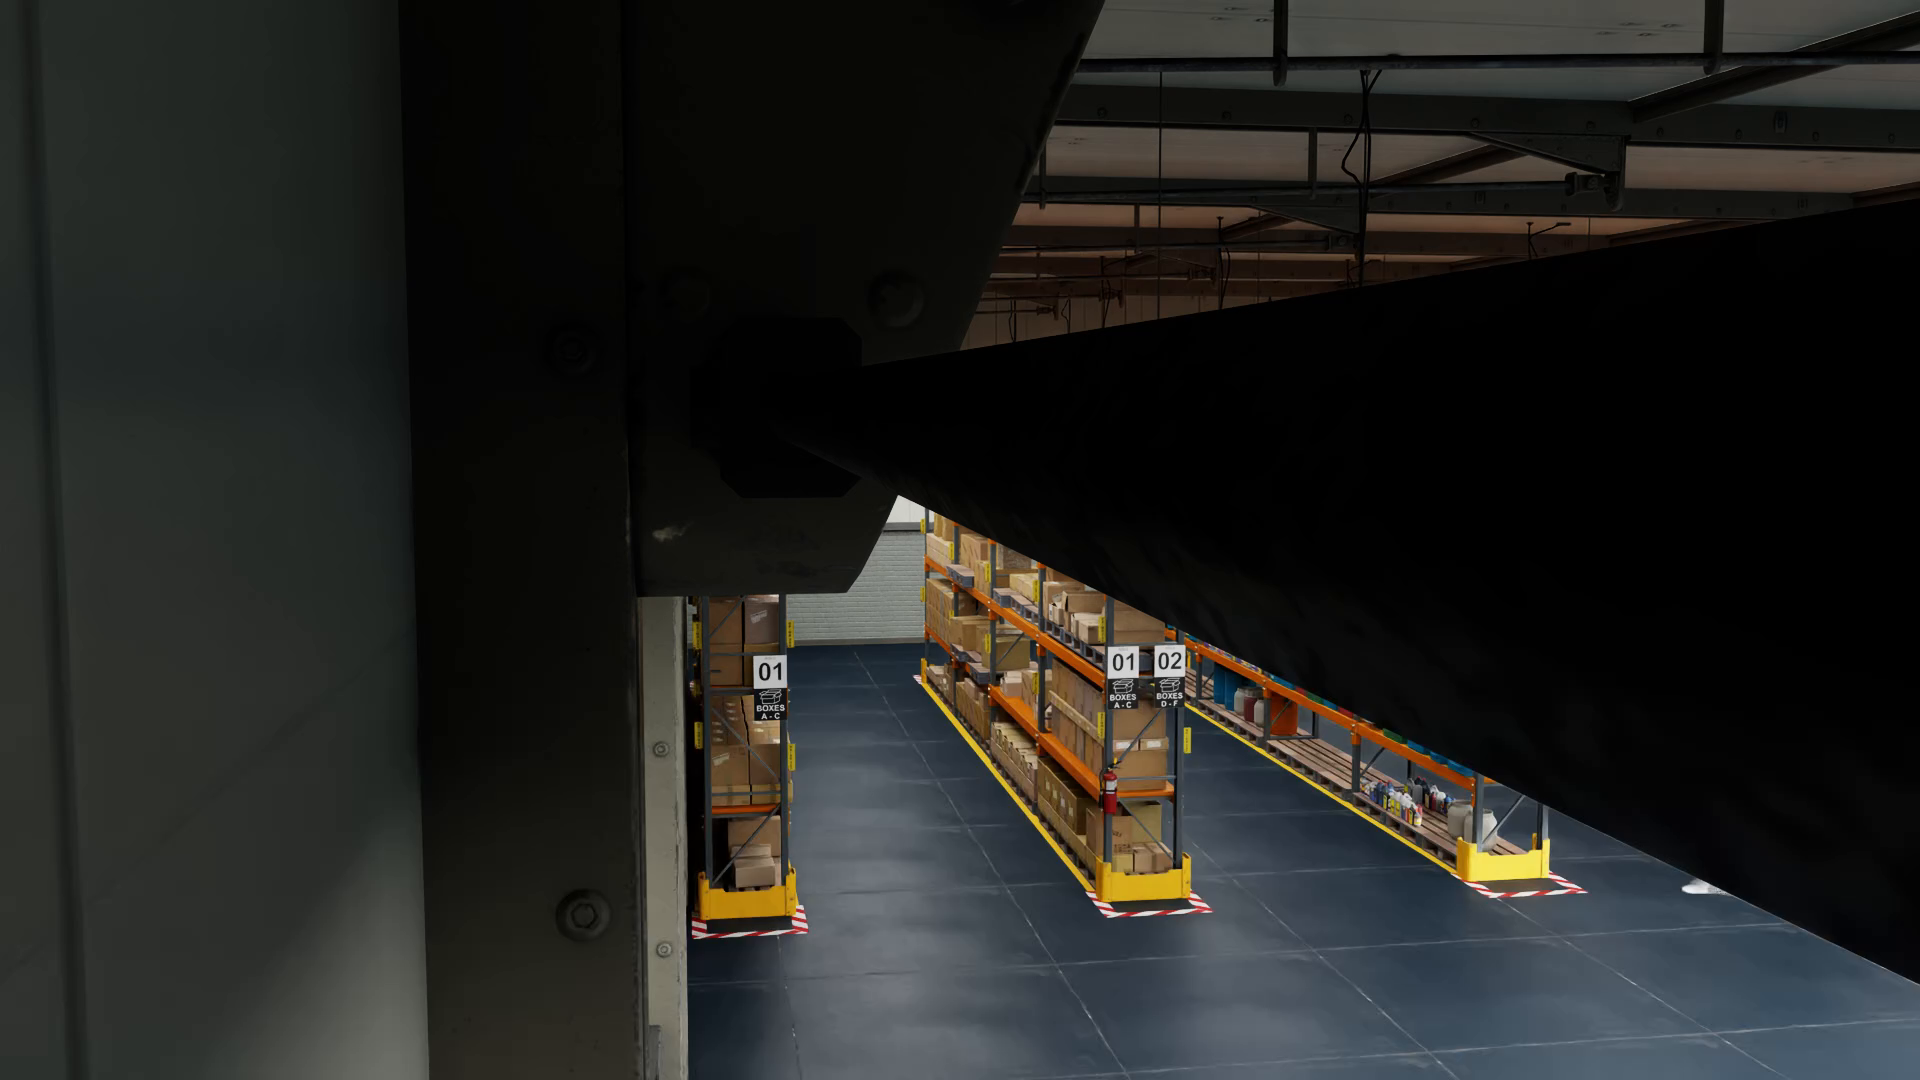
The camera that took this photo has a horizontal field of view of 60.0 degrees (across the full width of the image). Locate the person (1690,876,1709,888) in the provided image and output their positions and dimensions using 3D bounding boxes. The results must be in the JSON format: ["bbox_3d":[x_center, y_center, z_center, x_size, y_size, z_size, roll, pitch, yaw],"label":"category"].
[{"bbox_3d":[9.579,3.647,21.106,0.676,1.481,0.576,-1,5,-14],"label":"person"}]
